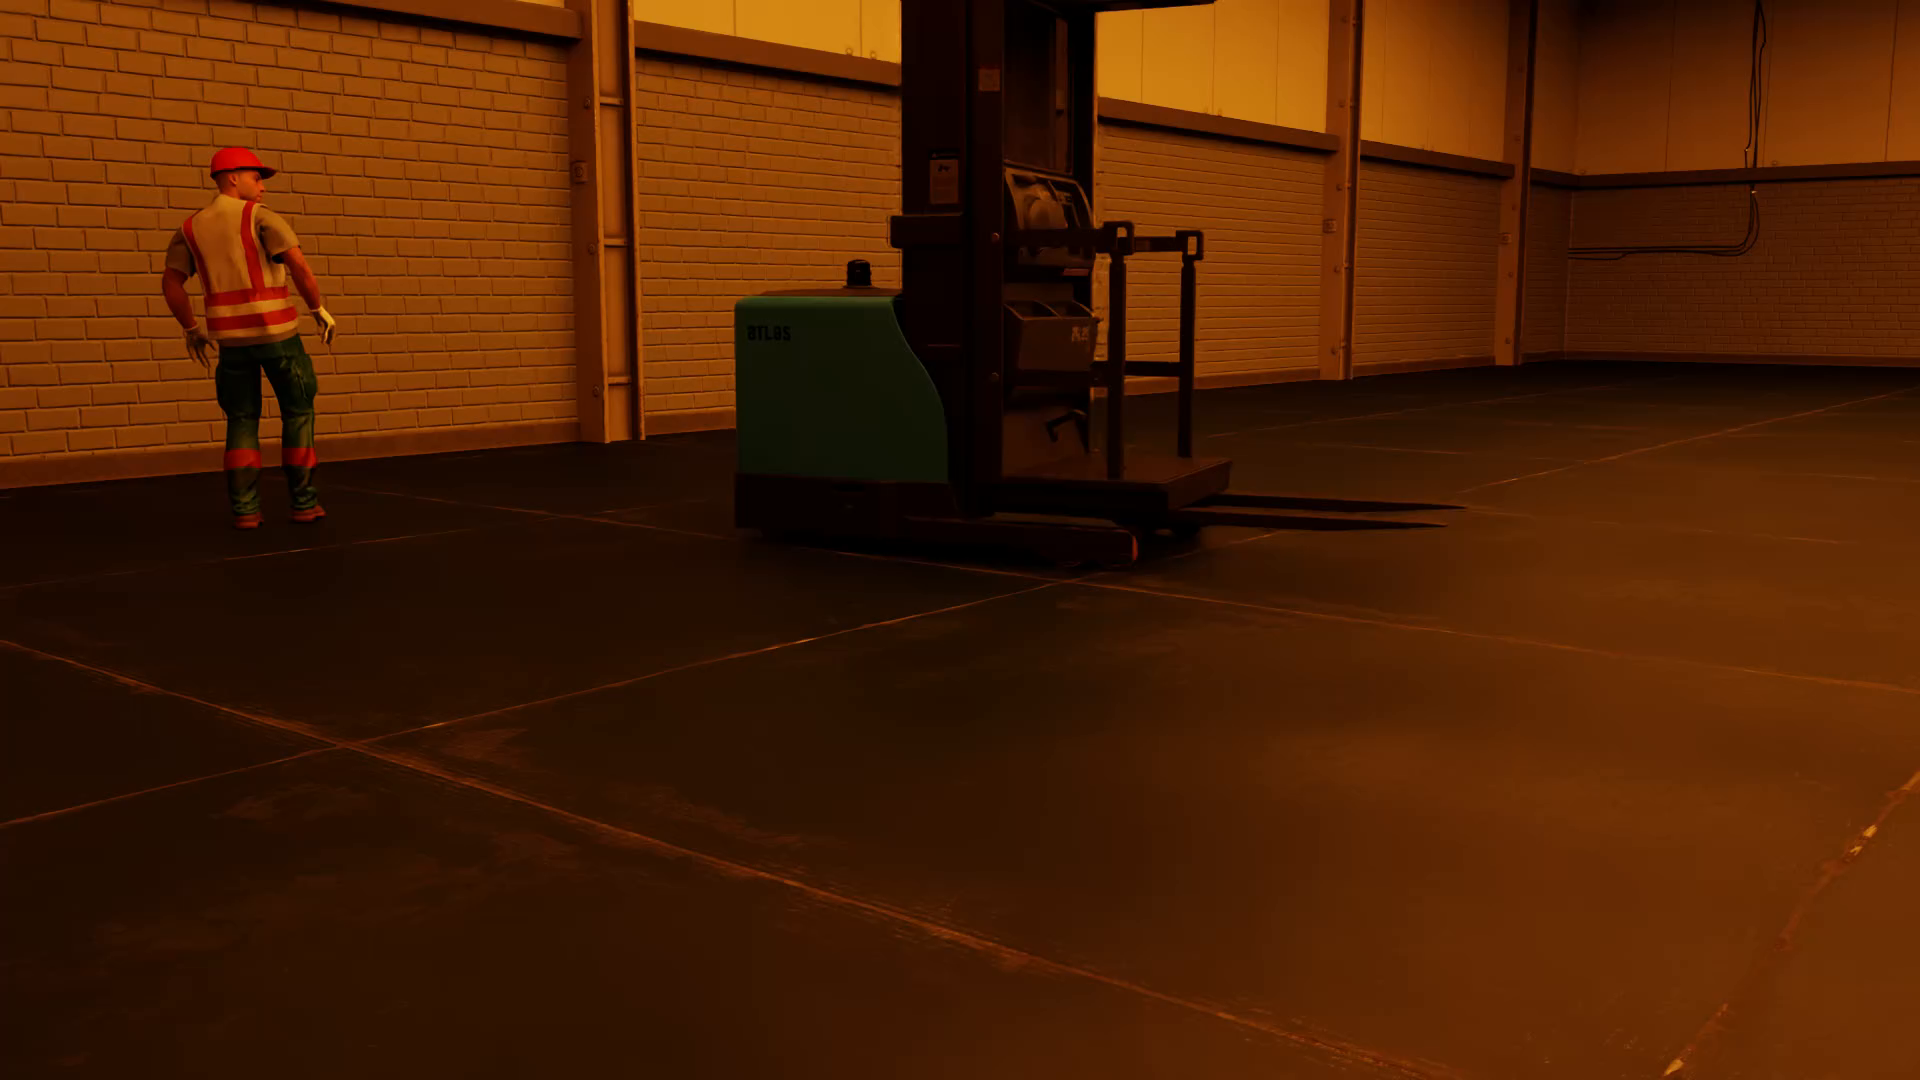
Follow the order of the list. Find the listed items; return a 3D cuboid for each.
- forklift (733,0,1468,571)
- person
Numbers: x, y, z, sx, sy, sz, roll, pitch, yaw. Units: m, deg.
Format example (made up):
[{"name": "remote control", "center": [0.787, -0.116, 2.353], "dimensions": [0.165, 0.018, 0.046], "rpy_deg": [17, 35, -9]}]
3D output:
[{"name": "forklift", "center": [0.567, -1.416, 6.959], "dimensions": [3.031, 2.935, 1.130], "rpy_deg": [4, 9, 23]}, {"name": "person", "center": [-3.317, -0.953, 7.841], "dimensions": [0.757, 1.761, 0.506], "rpy_deg": [0, 8, -1]}]
